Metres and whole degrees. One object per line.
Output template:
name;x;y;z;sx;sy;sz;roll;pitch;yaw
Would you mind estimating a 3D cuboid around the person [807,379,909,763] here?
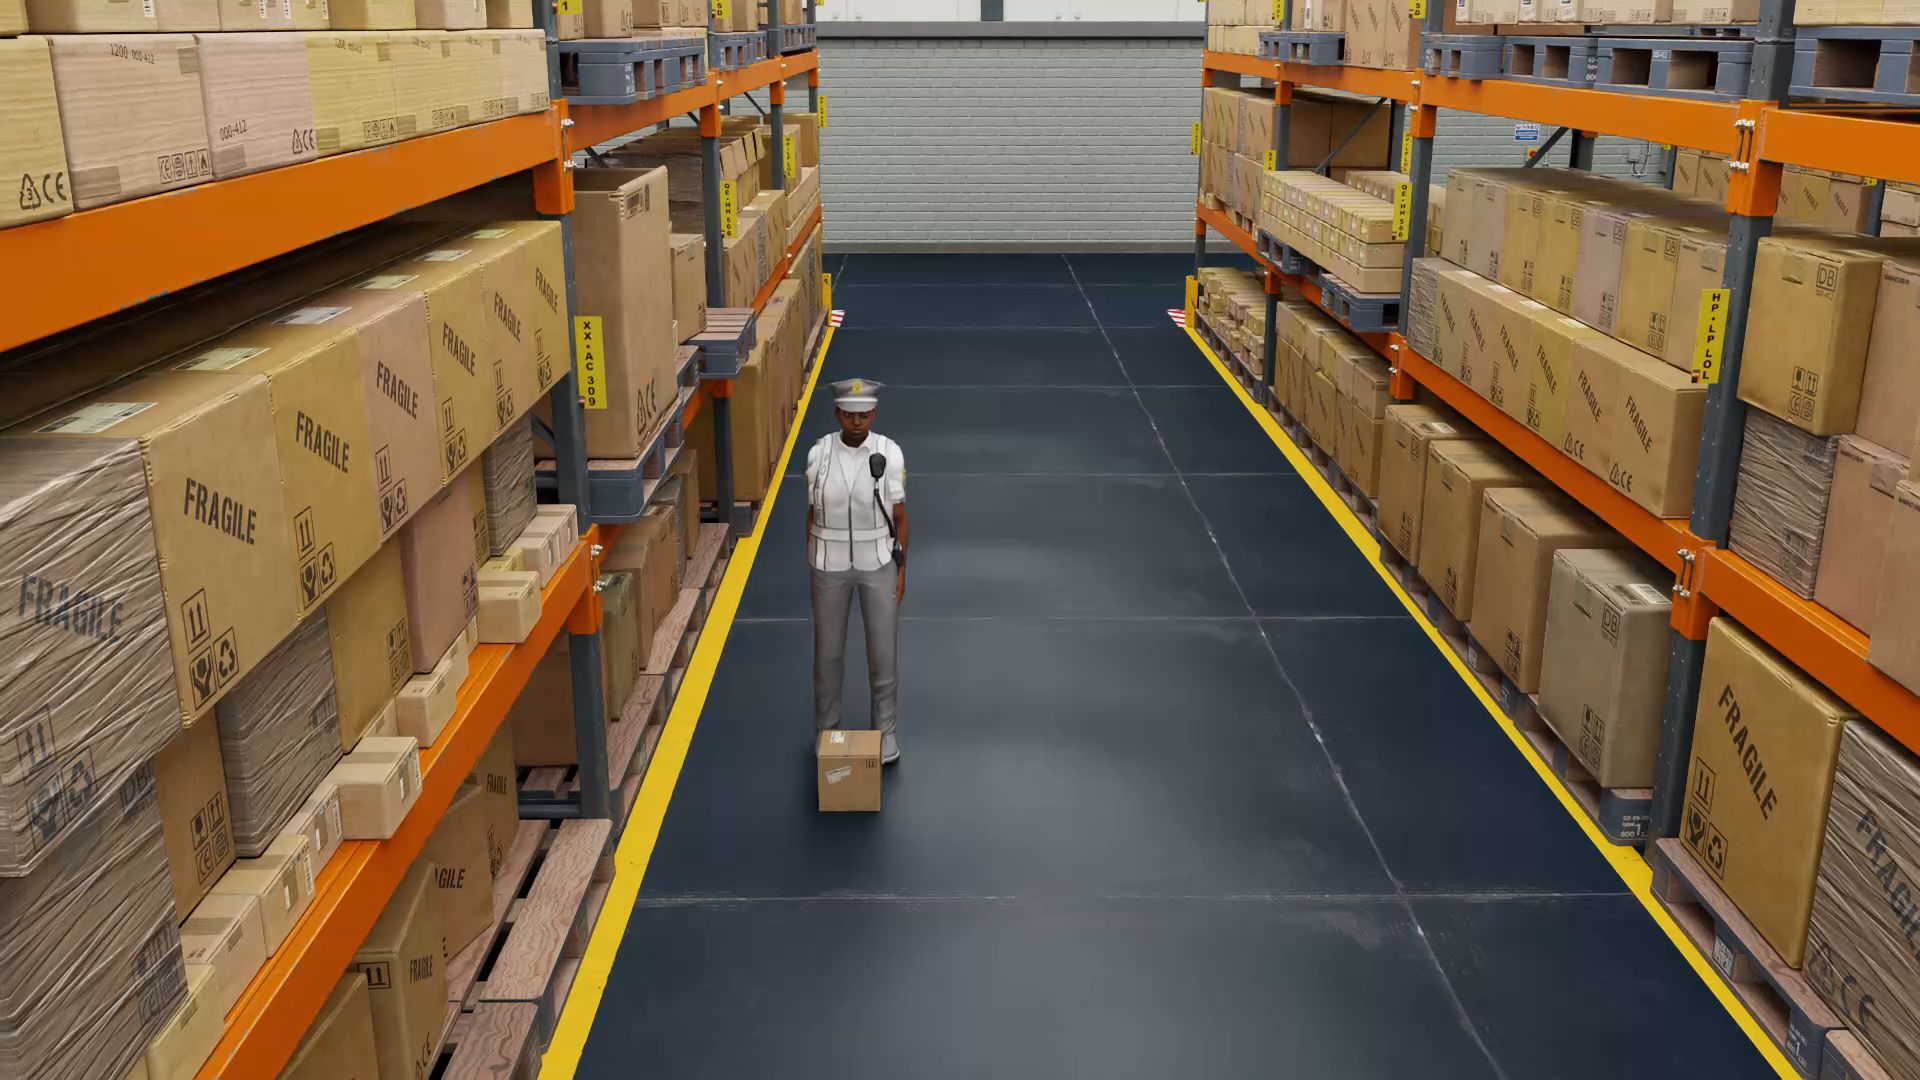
person;-0.435;0.139;7.119;0.435;1.710;0.342;0;17;1
